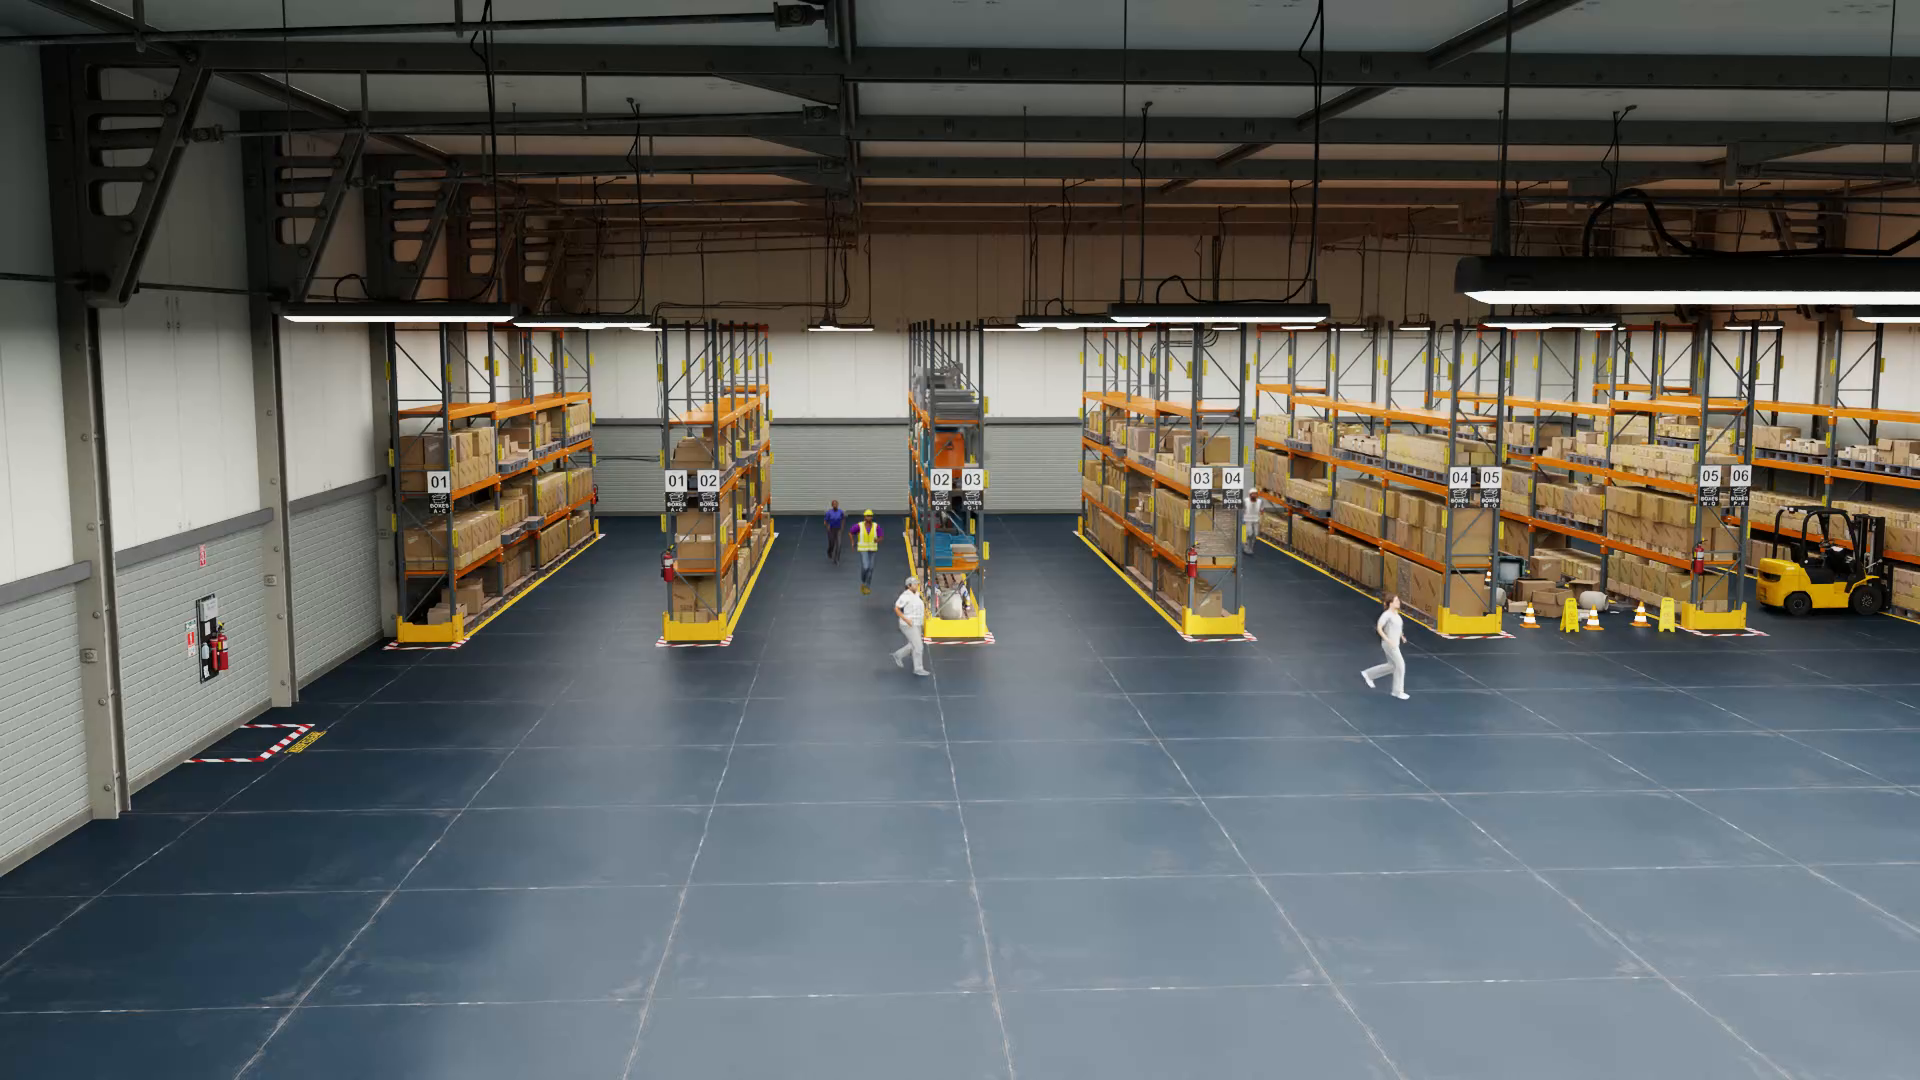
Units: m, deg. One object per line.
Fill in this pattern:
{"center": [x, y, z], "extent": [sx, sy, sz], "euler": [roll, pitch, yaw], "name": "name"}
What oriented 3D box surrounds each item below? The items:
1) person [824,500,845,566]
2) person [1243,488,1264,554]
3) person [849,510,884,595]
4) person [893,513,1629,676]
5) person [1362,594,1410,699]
{"center": [-3.134, -0.204, 41.574], "extent": [0.568, 1.624, 0.769], "euler": [-2, 7, -15], "name": "person"}
{"center": [7.580, -0.482, 43.163], "extent": [0.674, 1.731, 0.697], "euler": [-1, 7, -8], "name": "person"}
{"center": [-1.936, 0.261, 34.957], "extent": [0.692, 1.802, 0.660], "euler": [-2, 7, -17], "name": "person"}
{"center": [6.737, 0.840, 31.782], "extent": [11.062, 1.942, 14.065], "euler": [3, 8, 26], "name": "person"}
{"center": [6.771, 1.664, 26.389], "extent": [0.797, 1.655, 0.583], "euler": [4, 8, 29], "name": "person"}
